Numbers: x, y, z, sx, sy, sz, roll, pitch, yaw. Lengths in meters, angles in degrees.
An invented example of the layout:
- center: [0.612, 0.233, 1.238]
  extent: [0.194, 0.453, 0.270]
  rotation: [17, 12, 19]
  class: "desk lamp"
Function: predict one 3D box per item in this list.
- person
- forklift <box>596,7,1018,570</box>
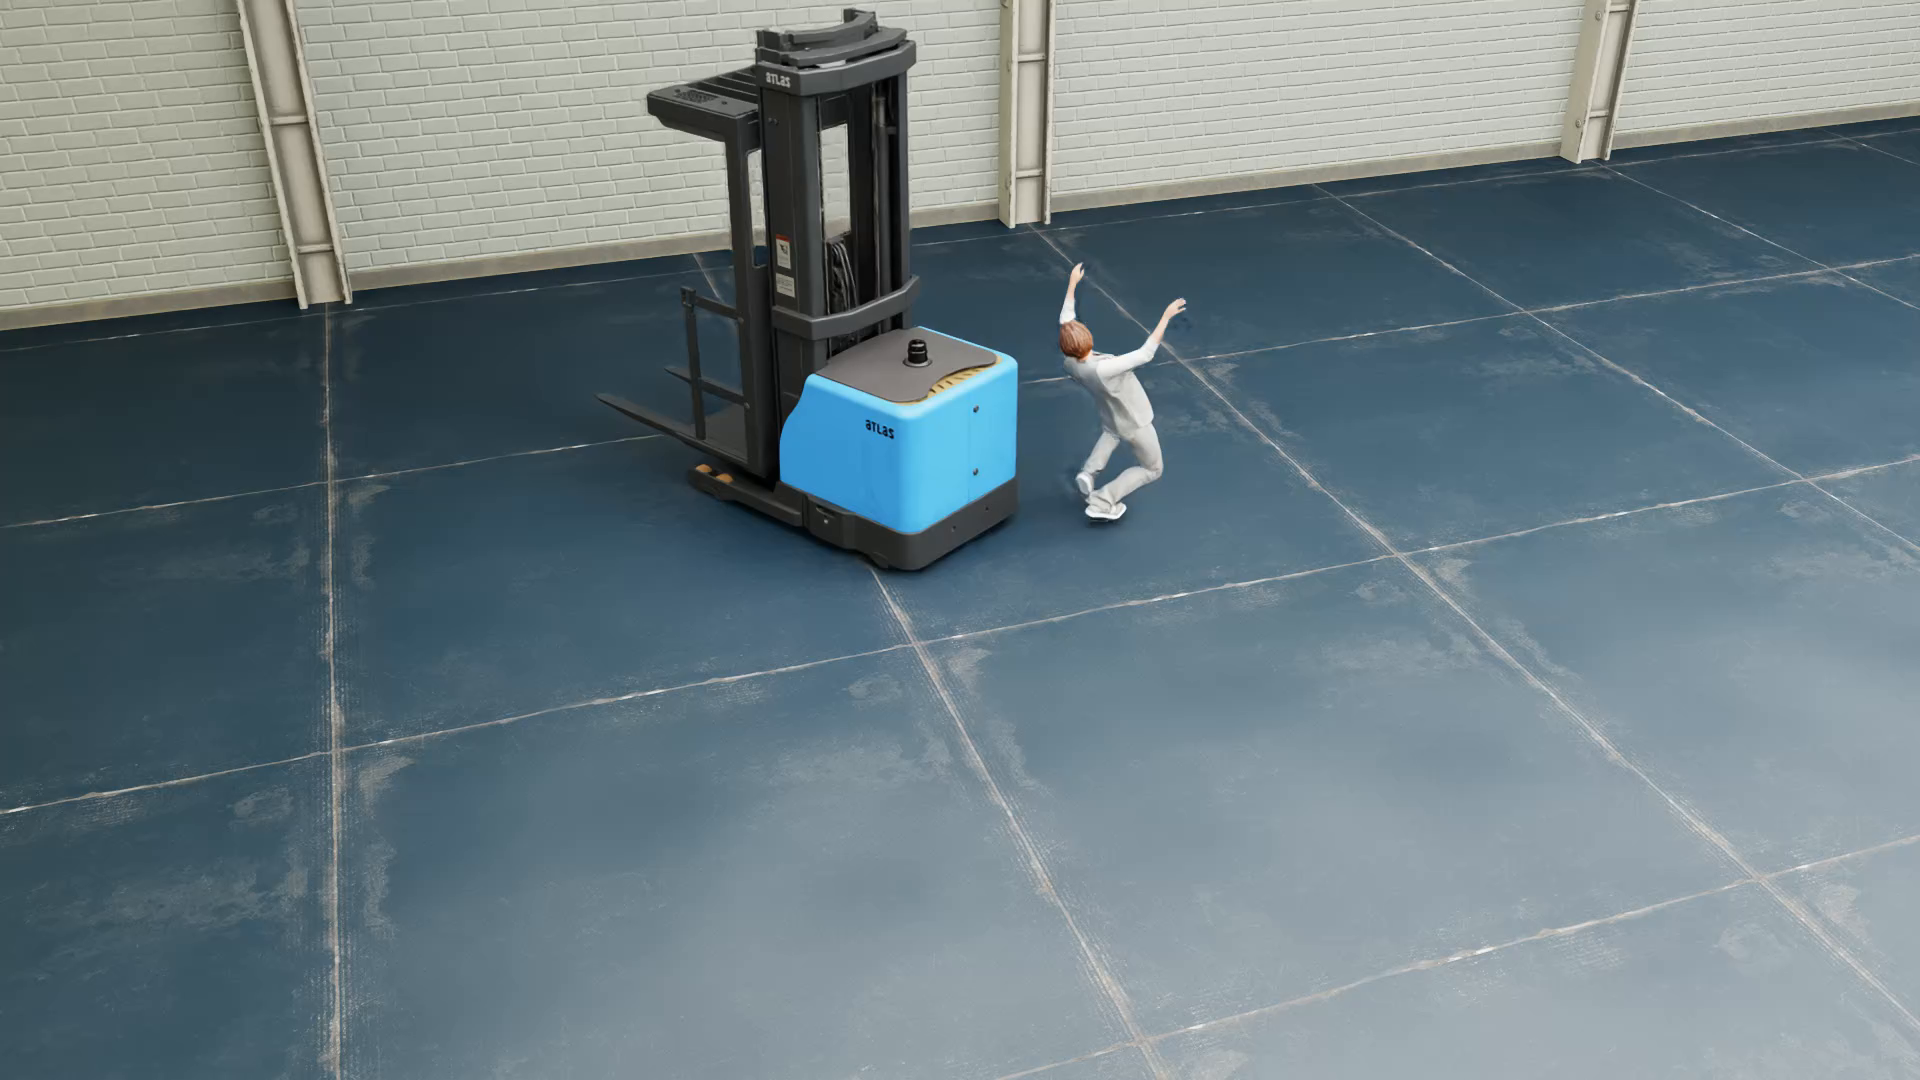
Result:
- center: [0.859, -0.839, 9.987]
  extent: [0.661, 1.480, 0.821]
  rotation: [-17, 34, -27]
  class: "person"
- center: [-1.099, -1.697, 10.037]
  extent: [3.031, 2.935, 1.130]
  rotation: [23, 37, 34]
  class: "forklift"
